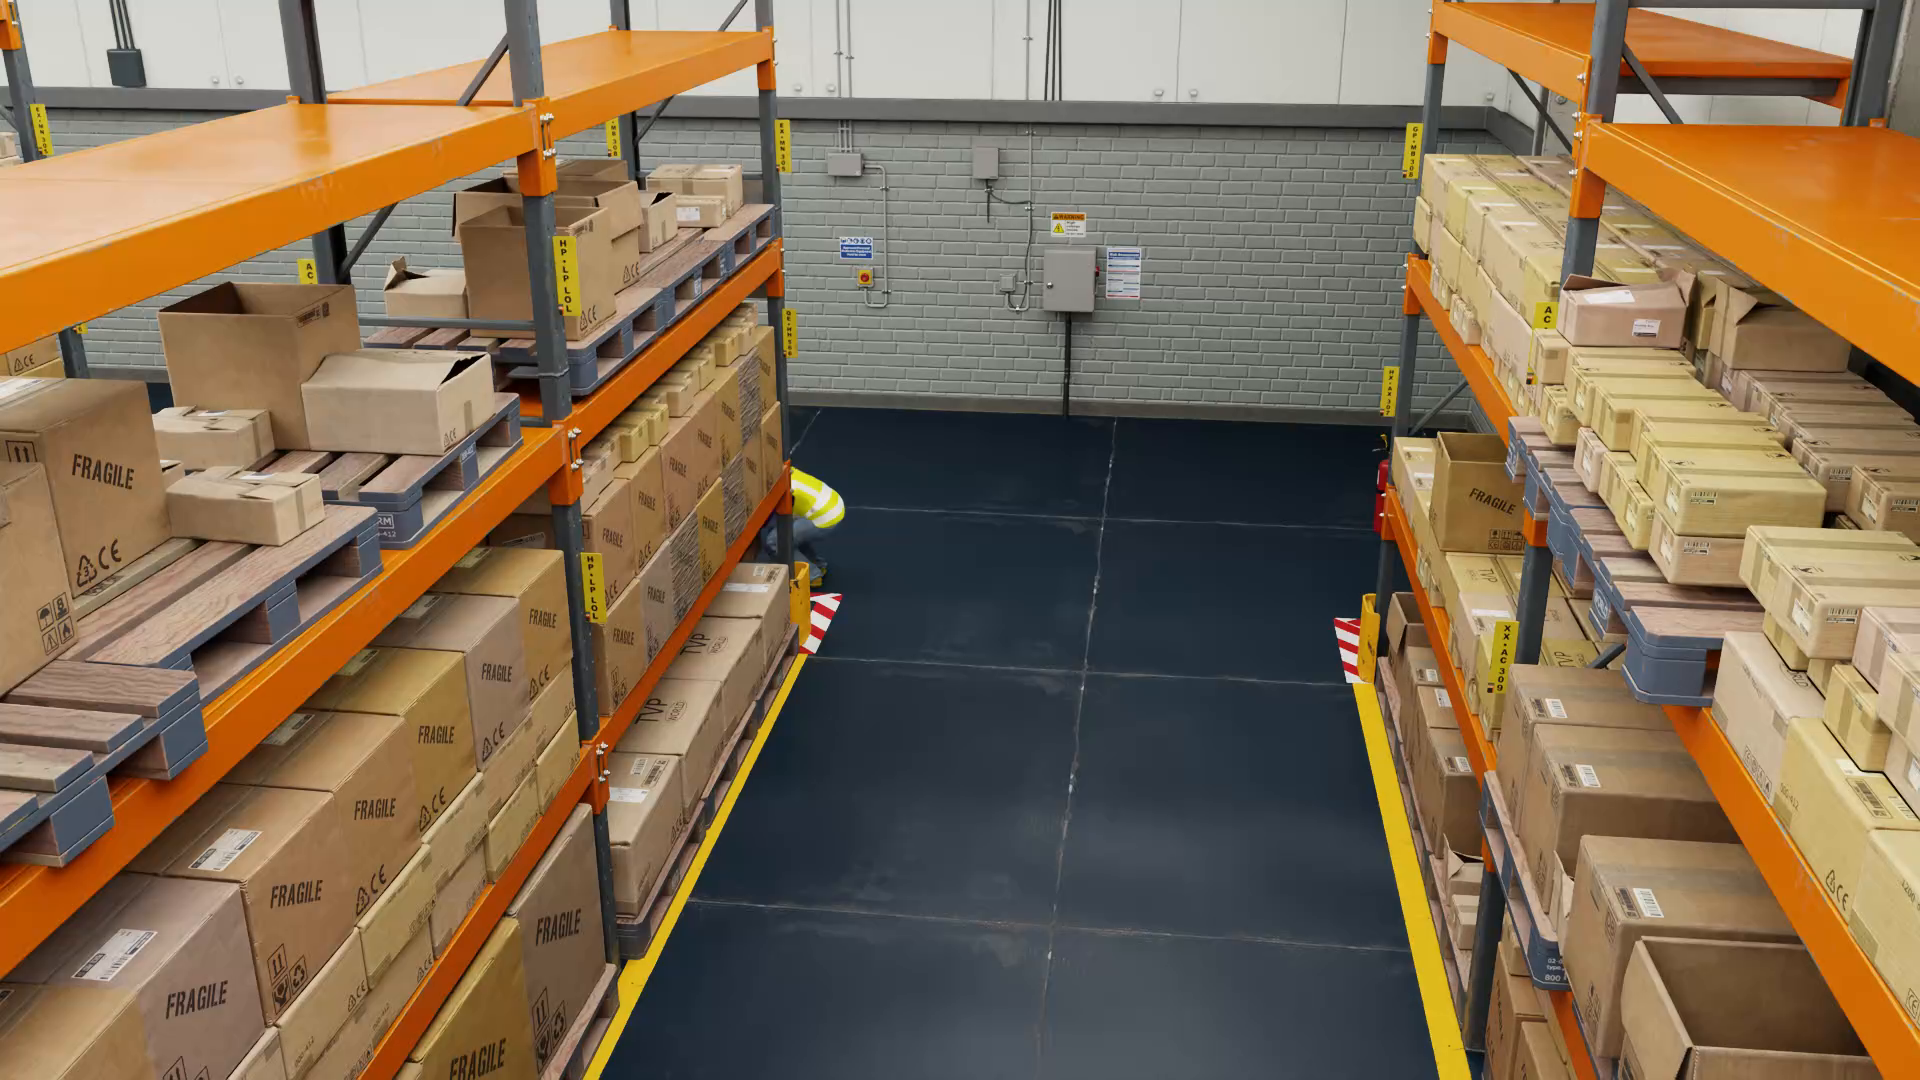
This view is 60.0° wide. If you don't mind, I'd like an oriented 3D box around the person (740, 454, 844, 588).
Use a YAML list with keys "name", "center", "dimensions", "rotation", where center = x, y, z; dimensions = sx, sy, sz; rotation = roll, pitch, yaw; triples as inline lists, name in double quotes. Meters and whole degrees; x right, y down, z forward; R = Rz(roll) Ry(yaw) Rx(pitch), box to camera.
- name: "person"
  center: [-1.353, -0.172, 12.521]
  dimensions: [0.964, 1.031, 0.519]
  rotation: [0, 21, -1]
